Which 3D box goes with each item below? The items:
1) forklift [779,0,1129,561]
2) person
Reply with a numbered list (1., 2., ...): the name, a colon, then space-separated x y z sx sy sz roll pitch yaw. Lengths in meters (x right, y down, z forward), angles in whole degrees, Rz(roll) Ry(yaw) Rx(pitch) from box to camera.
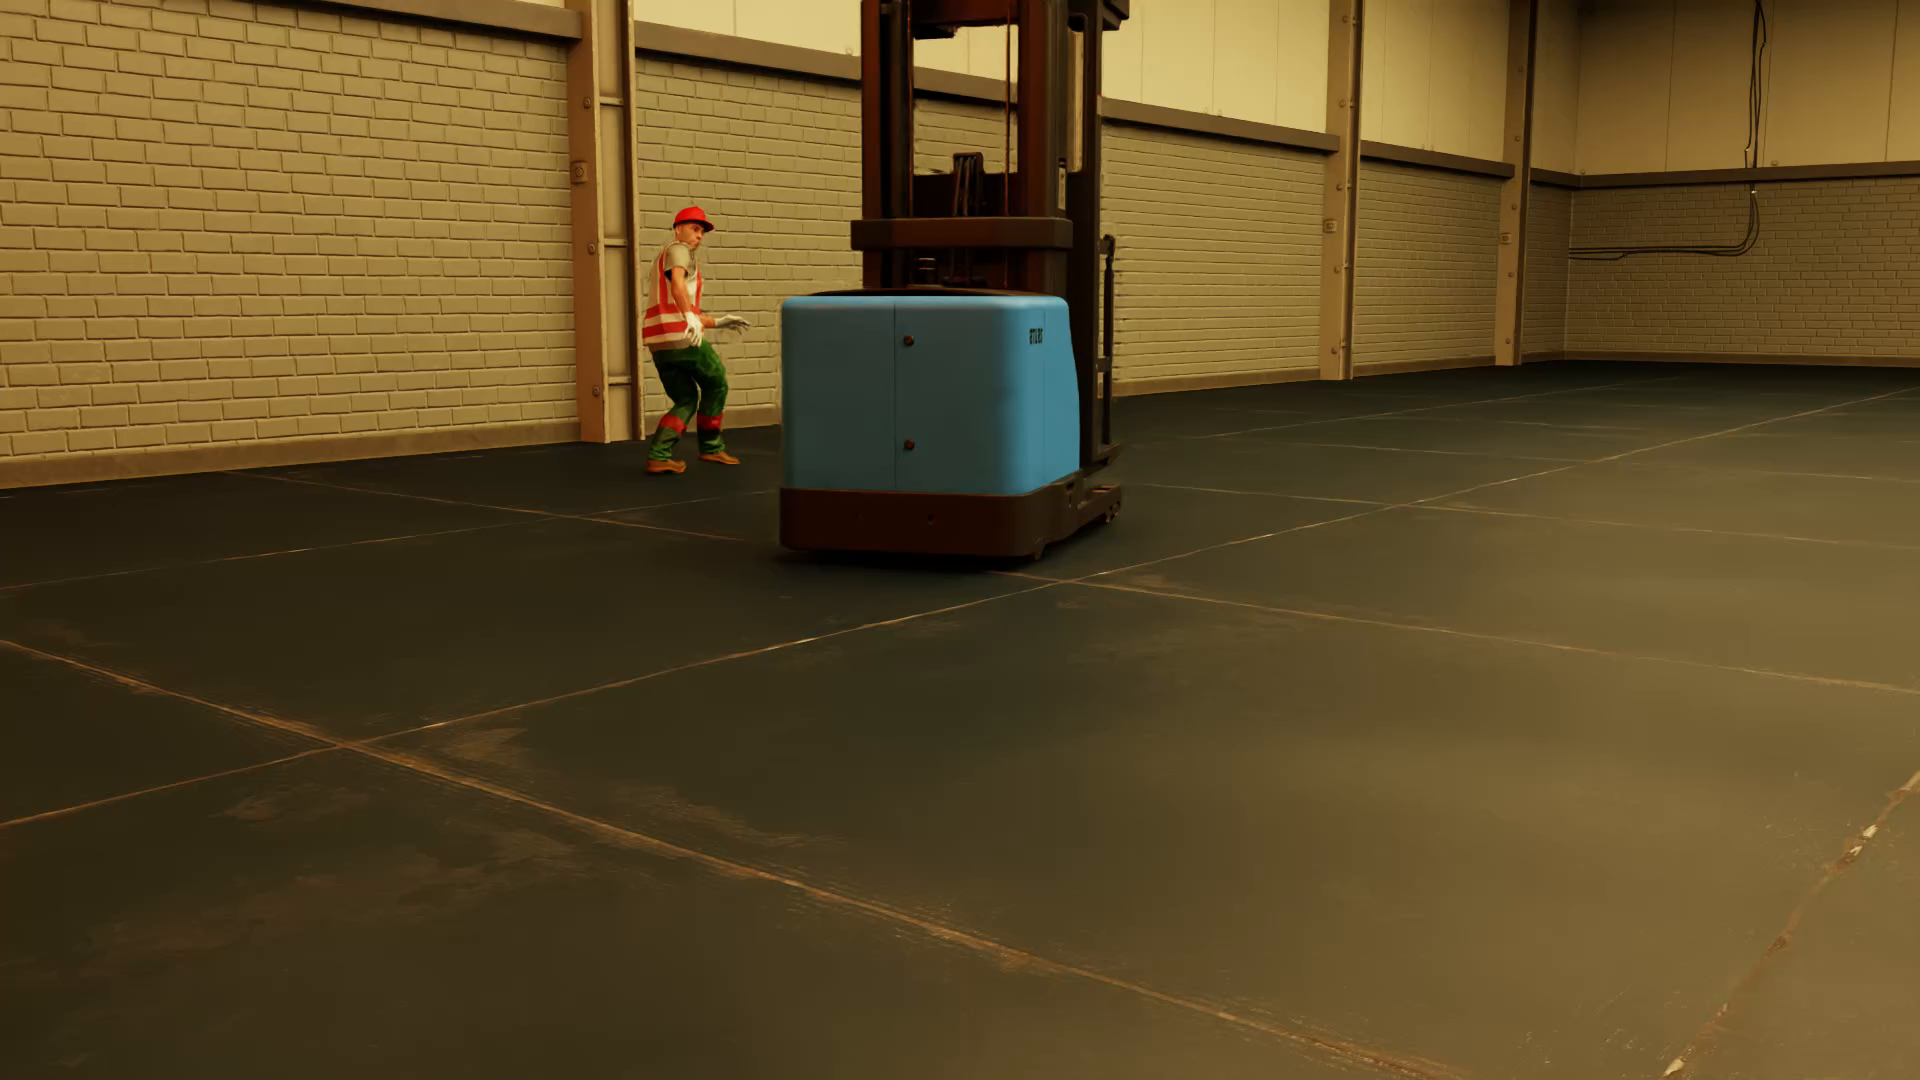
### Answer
1. forklift: 0.166 -1.540 7.809 1.130 2.935 3.031 2 9 16
2. person: -1.556 -1.227 10.191 0.802 1.616 0.792 -8 11 -43
